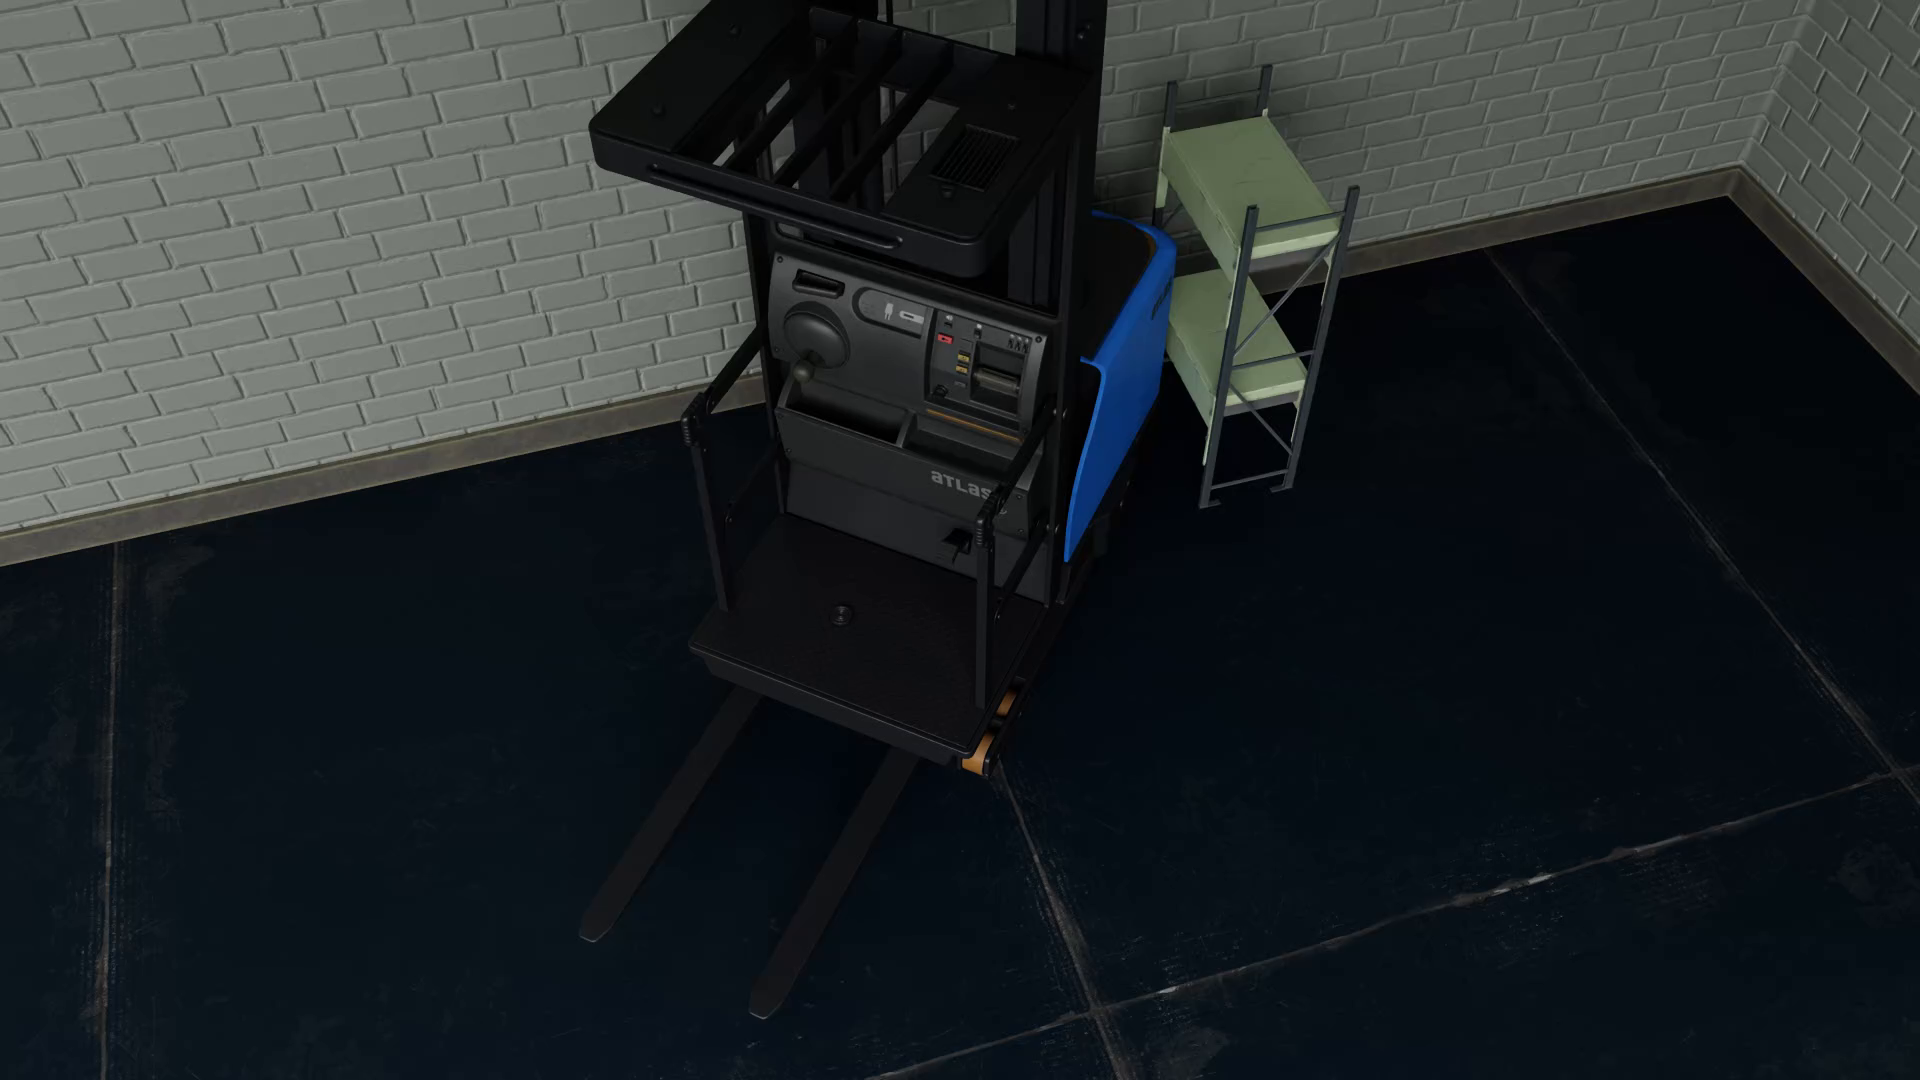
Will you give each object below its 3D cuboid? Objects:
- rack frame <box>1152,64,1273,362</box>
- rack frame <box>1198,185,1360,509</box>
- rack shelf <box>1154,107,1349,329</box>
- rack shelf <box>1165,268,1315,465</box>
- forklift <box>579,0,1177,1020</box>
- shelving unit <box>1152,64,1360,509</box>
[{"bbox_3d":[0.939,-1.195,6.566,0.400,1.500,0.023,-13,51,-11],"label":"rack frame"},{"bbox_3d":[1.147,-0.659,6.114,0.400,1.500,0.023,-13,51,-11],"label":"rack frame"},{"bbox_3d":[1.043,-1.178,6.042,0.431,0.370,0.720,-13,51,-11],"label":"rack shelf"},{"bbox_3d":[1.043,-0.717,6.589,0.431,0.370,0.720,-13,51,-11],"label":"rack shelf"},{"bbox_3d":[-0.261,-0.509,5.052,1.130,2.935,3.031,19,53,16],"label":"forklift"},{"bbox_3d":[1.043,-0.927,6.340,0.431,1.500,0.755,-13,51,-11],"label":"shelving unit"}]
